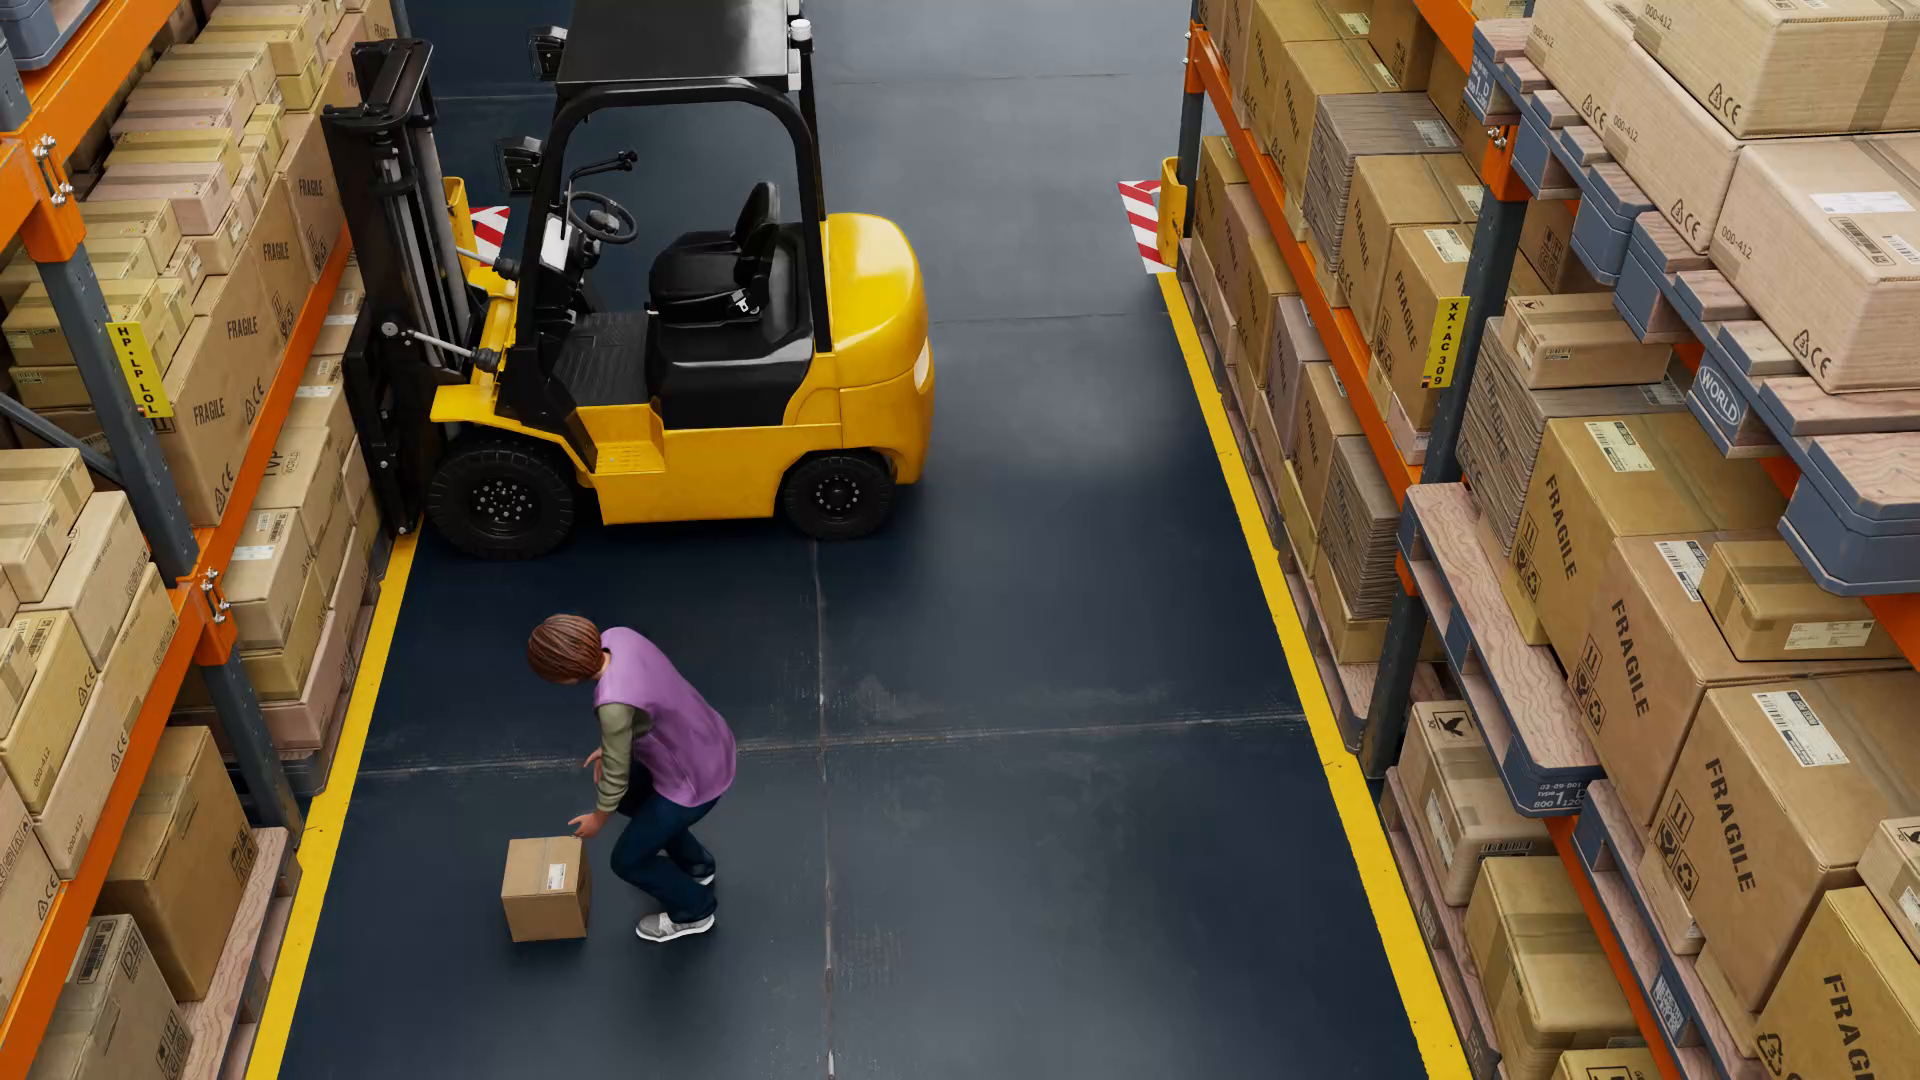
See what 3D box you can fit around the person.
[{"bbox_3d":[-1.013,0.772,5.394,0.581,1.400,0.458,-3,40,-3],"label":"person"}]
